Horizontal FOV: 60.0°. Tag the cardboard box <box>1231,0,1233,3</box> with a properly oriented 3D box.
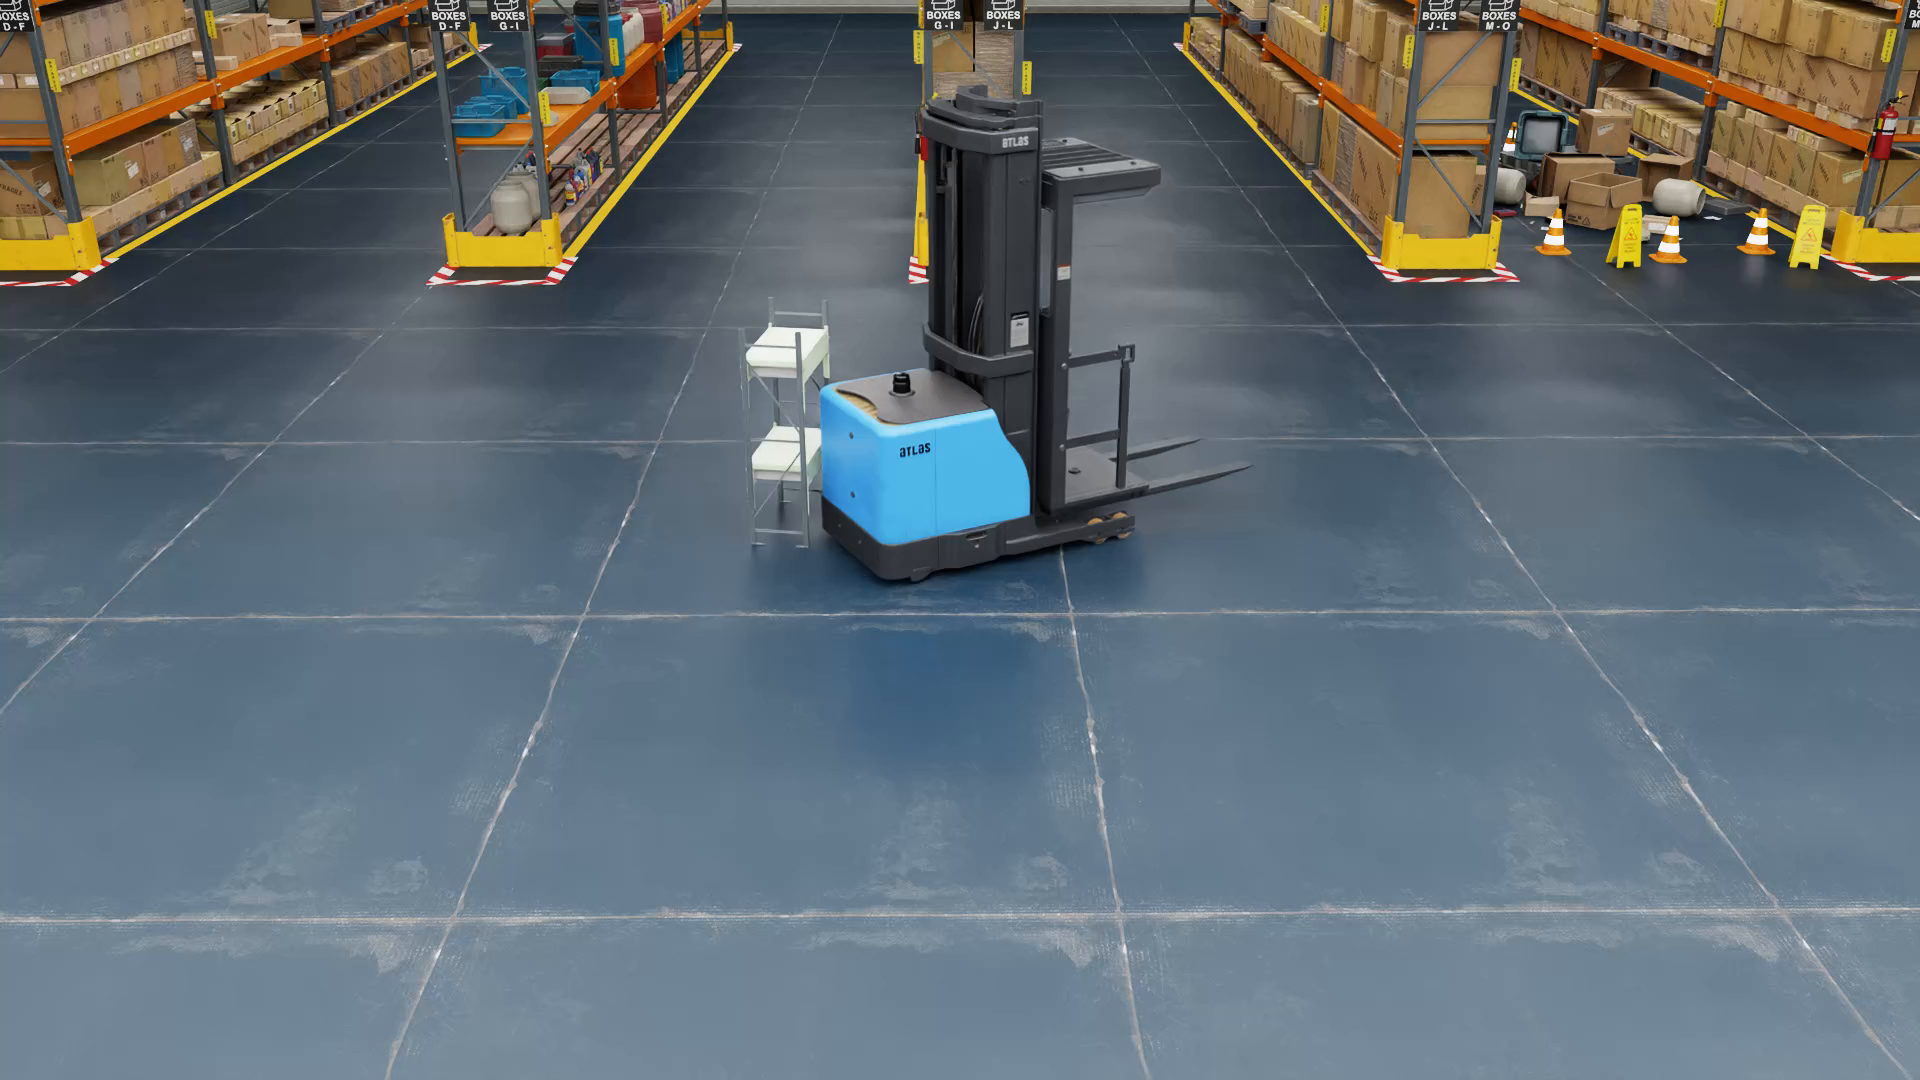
[{"bbox_3d":[4.529,-8.631,26.489,0.380,0.149,0.250,-1,24,-2],"label":"cardboard box"}]

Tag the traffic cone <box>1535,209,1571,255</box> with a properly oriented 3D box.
[{"bbox_3d":[6.511,-3.381,18.165,0.336,0.463,0.334,0,24,-1],"label":"traffic cone"}]

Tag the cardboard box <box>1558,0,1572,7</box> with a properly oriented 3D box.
[{"bbox_3d":[9.663,-8.452,25.874,0.500,0.250,0.500,-1,24,-2],"label":"cardboard box"}]

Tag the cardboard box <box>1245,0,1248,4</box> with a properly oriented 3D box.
[{"bbox_3d":[4.538,-8.241,25.265,0.380,0.149,0.250,0,24,1],"label":"cardboard box"}]

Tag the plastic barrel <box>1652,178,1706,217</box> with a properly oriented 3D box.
[{"bbox_3d":[8.509,-4.046,19.683,0.512,0.421,0.421,19,30,35],"label":"plastic barrel"}]

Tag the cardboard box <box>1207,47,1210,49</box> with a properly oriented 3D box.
[{"bbox_3d":[4.674,-8.843,30.113,0.380,0.149,0.250,0,24,0],"label":"cardboard box"}]

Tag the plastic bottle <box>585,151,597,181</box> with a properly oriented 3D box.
[{"bbox_3d":[-4.563,-4.608,20.478,0.144,0.351,0.185,-1,24,-3],"label":"plastic bottle"}]

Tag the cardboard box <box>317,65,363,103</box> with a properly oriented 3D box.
[{"bbox_3d":[-9.588,-7.051,25.699,0.500,0.500,0.500,-1,24,-2],"label":"cardboard box"}]

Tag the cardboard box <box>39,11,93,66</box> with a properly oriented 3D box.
[{"bbox_3d":[-9.774,-5.356,17.756,0.700,0.500,0.500,-1,24,-2],"label":"cardboard box"}]

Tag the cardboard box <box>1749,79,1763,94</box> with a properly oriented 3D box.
[{"bbox_3d":[9.740,-5.463,19.994,0.380,0.149,0.250,0,24,1],"label":"cardboard box"}]

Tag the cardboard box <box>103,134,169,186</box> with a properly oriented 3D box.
[{"bbox_3d":[-9.567,-4.409,19.275,0.500,0.500,0.500,0,24,-1],"label":"cardboard box"}]

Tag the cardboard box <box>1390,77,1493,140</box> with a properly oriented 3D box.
[{"bbox_3d":[5.047,-4.533,17.451,0.875,0.550,0.550,0,24,-1],"label":"cardboard box"}]

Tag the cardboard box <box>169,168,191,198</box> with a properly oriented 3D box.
[{"bbox_3d":[-9.574,-4.273,19.885,0.500,0.250,0.500,0,24,-1],"label":"cardboard box"}]

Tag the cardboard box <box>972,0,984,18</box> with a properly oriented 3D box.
[{"bbox_3d":[0.385,-5.814,18.769,0.500,0.500,0.500,0,24,-1],"label":"cardboard box"}]

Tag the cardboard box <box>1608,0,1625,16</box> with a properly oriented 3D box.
[{"bbox_3d":[9.731,-7.858,23.993,0.500,0.500,0.500,-1,24,-2],"label":"cardboard box"}]

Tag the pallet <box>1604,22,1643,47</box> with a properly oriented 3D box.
[{"bbox_3d":[10.072,-7.292,23.965,1.213,0.211,1.003,0,24,-1],"label":"pallet"}]

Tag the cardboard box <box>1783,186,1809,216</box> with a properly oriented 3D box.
[{"bbox_3d":[9.769,-3.860,18.971,0.500,0.250,0.500,0,24,0],"label":"cardboard box"}]

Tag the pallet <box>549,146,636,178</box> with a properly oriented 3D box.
[{"bbox_3d":[-4.908,-5.010,22.071,1.003,0.211,1.213,0,24,-1],"label":"pallet"}]

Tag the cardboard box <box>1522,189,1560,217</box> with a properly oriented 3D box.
[{"bbox_3d":[6.913,-4.014,19.804,0.396,0.266,0.258,4,25,9],"label":"cardboard box"}]

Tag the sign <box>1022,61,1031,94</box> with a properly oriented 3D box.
[{"bbox_3d":[0.678,-4.728,17.014,0.100,0.325,0.005,0,24,-1],"label":"sign"}]

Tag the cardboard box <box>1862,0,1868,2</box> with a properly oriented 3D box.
[{"bbox_3d":[14.673,-8.844,26.534,0.700,0.500,0.500,0,24,-1],"label":"cardboard box"}]

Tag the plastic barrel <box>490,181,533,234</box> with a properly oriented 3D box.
[{"bbox_3d":[-4.901,-3.638,18.162,0.421,0.512,0.421,0,24,0],"label":"plastic barrel"}]

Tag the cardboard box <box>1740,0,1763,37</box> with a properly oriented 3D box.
[{"bbox_3d":[9.773,-6.268,19.773,0.700,0.500,0.500,0,24,0],"label":"cardboard box"}]

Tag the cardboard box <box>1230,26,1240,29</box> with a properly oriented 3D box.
[{"bbox_3d":[5.146,-9.315,30.434,0.380,0.149,0.250,-1,24,-2],"label":"cardboard box"}]

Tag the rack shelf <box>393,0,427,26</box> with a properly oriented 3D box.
[{"bbox_3d":[-9.923,-9.729,29.995,1.077,0.370,4.000,0,24,-1],"label":"rack shelf"}]

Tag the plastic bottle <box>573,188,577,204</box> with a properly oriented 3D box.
[{"bbox_3d":[-4.526,-4.026,19.373,0.097,0.201,0.097,0,24,0],"label":"plastic bottle"}]

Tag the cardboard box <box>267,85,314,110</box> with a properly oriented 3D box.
[{"bbox_3d":[-9.593,-6.350,23.797,0.500,0.311,0.500,-1,24,-1],"label":"cardboard box"}]

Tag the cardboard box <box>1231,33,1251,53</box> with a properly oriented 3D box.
[{"bbox_3d":[4.718,-8.126,27.190,0.500,0.250,0.500,0,24,1],"label":"cardboard box"}]

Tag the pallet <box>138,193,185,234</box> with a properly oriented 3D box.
[{"bbox_3d":[-9.831,-3.834,19.471,1.003,0.211,1.213,0,24,-1],"label":"pallet"}]

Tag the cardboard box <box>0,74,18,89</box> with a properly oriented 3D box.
[{"bbox_3d":[-9.965,-4.786,17.283,0.380,0.149,0.250,-1,24,-1],"label":"cardboard box"}]

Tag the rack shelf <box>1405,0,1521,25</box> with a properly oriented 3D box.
[{"bbox_3d":[5.075,-6.175,18.496,1.077,0.370,4.000,0,24,-1],"label":"rack shelf"}]

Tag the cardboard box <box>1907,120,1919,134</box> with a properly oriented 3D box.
[{"bbox_3d":[10.248,-4.402,17.648,0.380,0.149,0.250,0,24,0],"label":"cardboard box"}]

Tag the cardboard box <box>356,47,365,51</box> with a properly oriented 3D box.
[{"bbox_3d":[-10.122,-7.874,27.520,0.500,0.500,0.500,0,24,0],"label":"cardboard box"}]

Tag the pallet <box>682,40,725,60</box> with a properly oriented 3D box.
[{"bbox_3d":[-5.021,-9.291,31.538,1.003,0.211,1.213,0,24,-1],"label":"pallet"}]

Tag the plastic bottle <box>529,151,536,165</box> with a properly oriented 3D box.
[{"bbox_3d":[-5.267,-4.616,20.497,0.144,0.351,0.185,0,24,1],"label":"plastic bottle"}]

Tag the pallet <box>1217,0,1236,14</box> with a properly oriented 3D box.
[{"bbox_3d":[4.828,-8.854,27.419,1.003,0.211,1.213,0,24,-1],"label":"pallet"}]

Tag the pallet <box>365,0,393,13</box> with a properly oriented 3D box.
[{"bbox_3d":[-10.001,-8.816,27.335,1.003,0.211,1.213,0,24,-1],"label":"pallet"}]

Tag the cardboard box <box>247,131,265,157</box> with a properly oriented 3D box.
[{"bbox_3d":[-9.575,-5.253,22.052,0.500,0.250,0.500,0,24,1],"label":"cardboard box"}]

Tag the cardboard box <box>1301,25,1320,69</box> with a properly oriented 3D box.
[{"bbox_3d":[4.774,-6.428,21.701,0.500,0.500,0.500,-1,24,-1],"label":"cardboard box"}]

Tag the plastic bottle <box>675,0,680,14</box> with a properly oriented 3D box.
[{"bbox_3d":[-4.609,-8.622,26.825,0.152,0.276,0.135,0,24,-1],"label":"plastic bottle"}]

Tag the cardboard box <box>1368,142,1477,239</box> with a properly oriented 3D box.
[{"bbox_3d":[5.023,-3.814,18.112,0.875,0.875,0.875,0,24,0],"label":"cardboard box"}]

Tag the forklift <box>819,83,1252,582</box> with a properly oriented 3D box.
[{"bbox_3d":[0.607,-1.490,10.987,3.031,2.935,1.130,-13,27,-26],"label":"forklift"}]

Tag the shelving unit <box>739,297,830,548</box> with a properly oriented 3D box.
[{"bbox_3d":[-1.150,-0.793,11.183,0.431,1.500,0.755,4,25,8],"label":"shelving unit"}]

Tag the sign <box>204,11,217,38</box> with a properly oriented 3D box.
[{"bbox_3d":[-9.259,-6.370,20.548,0.100,0.325,0.005,0,24,-1],"label":"sign"}]

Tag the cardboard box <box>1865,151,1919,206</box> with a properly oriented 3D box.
[{"bbox_3d":[10.312,-3.999,18.370,0.500,0.500,0.500,-1,24,-2],"label":"cardboard box"}]

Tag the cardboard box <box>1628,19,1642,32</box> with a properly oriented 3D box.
[{"bbox_3d":[9.684,-7.271,23.483,0.380,0.149,0.250,0,24,0],"label":"cardboard box"}]

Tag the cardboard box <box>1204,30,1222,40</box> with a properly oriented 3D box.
[{"bbox_3d":[4.614,-9.103,29.964,0.380,0.149,0.250,-1,24,-2],"label":"cardboard box"}]

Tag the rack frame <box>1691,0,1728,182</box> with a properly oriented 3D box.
[{"bbox_3d":[10.001,-6.024,20.929,1.000,3.000,0.127,0,24,-1],"label":"rack frame"}]

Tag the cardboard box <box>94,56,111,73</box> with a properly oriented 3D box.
[{"bbox_3d":[-9.572,-5.217,18.237,0.380,0.149,0.250,-1,24,-2],"label":"cardboard box"}]

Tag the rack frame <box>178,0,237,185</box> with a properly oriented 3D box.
[{"bbox_3d":[-9.814,-5.937,20.736,1.000,3.000,0.127,0,24,-1],"label":"rack frame"}]

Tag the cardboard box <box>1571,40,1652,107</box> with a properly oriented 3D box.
[{"bbox_3d":[10.033,-7.181,25.555,0.875,0.875,0.875,0,24,-1],"label":"cardboard box"}]

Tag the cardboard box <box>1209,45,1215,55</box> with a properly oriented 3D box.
[{"bbox_3d":[4.608,-8.635,29.291,0.380,0.149,0.250,-1,24,-2],"label":"cardboard box"}]

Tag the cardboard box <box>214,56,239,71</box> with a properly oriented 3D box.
[{"bbox_3d":[-9.619,-6.188,21.597,0.380,0.149,0.250,0,24,-1],"label":"cardboard box"}]

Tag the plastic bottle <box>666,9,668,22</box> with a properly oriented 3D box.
[{"bbox_3d":[-4.569,-8.115,25.709,0.097,0.271,0.097,0,24,0],"label":"plastic bottle"}]

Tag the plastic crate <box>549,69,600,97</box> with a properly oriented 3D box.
[{"bbox_3d":[-4.577,-5.435,19.807,0.499,0.251,0.616,0,24,-1],"label":"plastic crate"}]
